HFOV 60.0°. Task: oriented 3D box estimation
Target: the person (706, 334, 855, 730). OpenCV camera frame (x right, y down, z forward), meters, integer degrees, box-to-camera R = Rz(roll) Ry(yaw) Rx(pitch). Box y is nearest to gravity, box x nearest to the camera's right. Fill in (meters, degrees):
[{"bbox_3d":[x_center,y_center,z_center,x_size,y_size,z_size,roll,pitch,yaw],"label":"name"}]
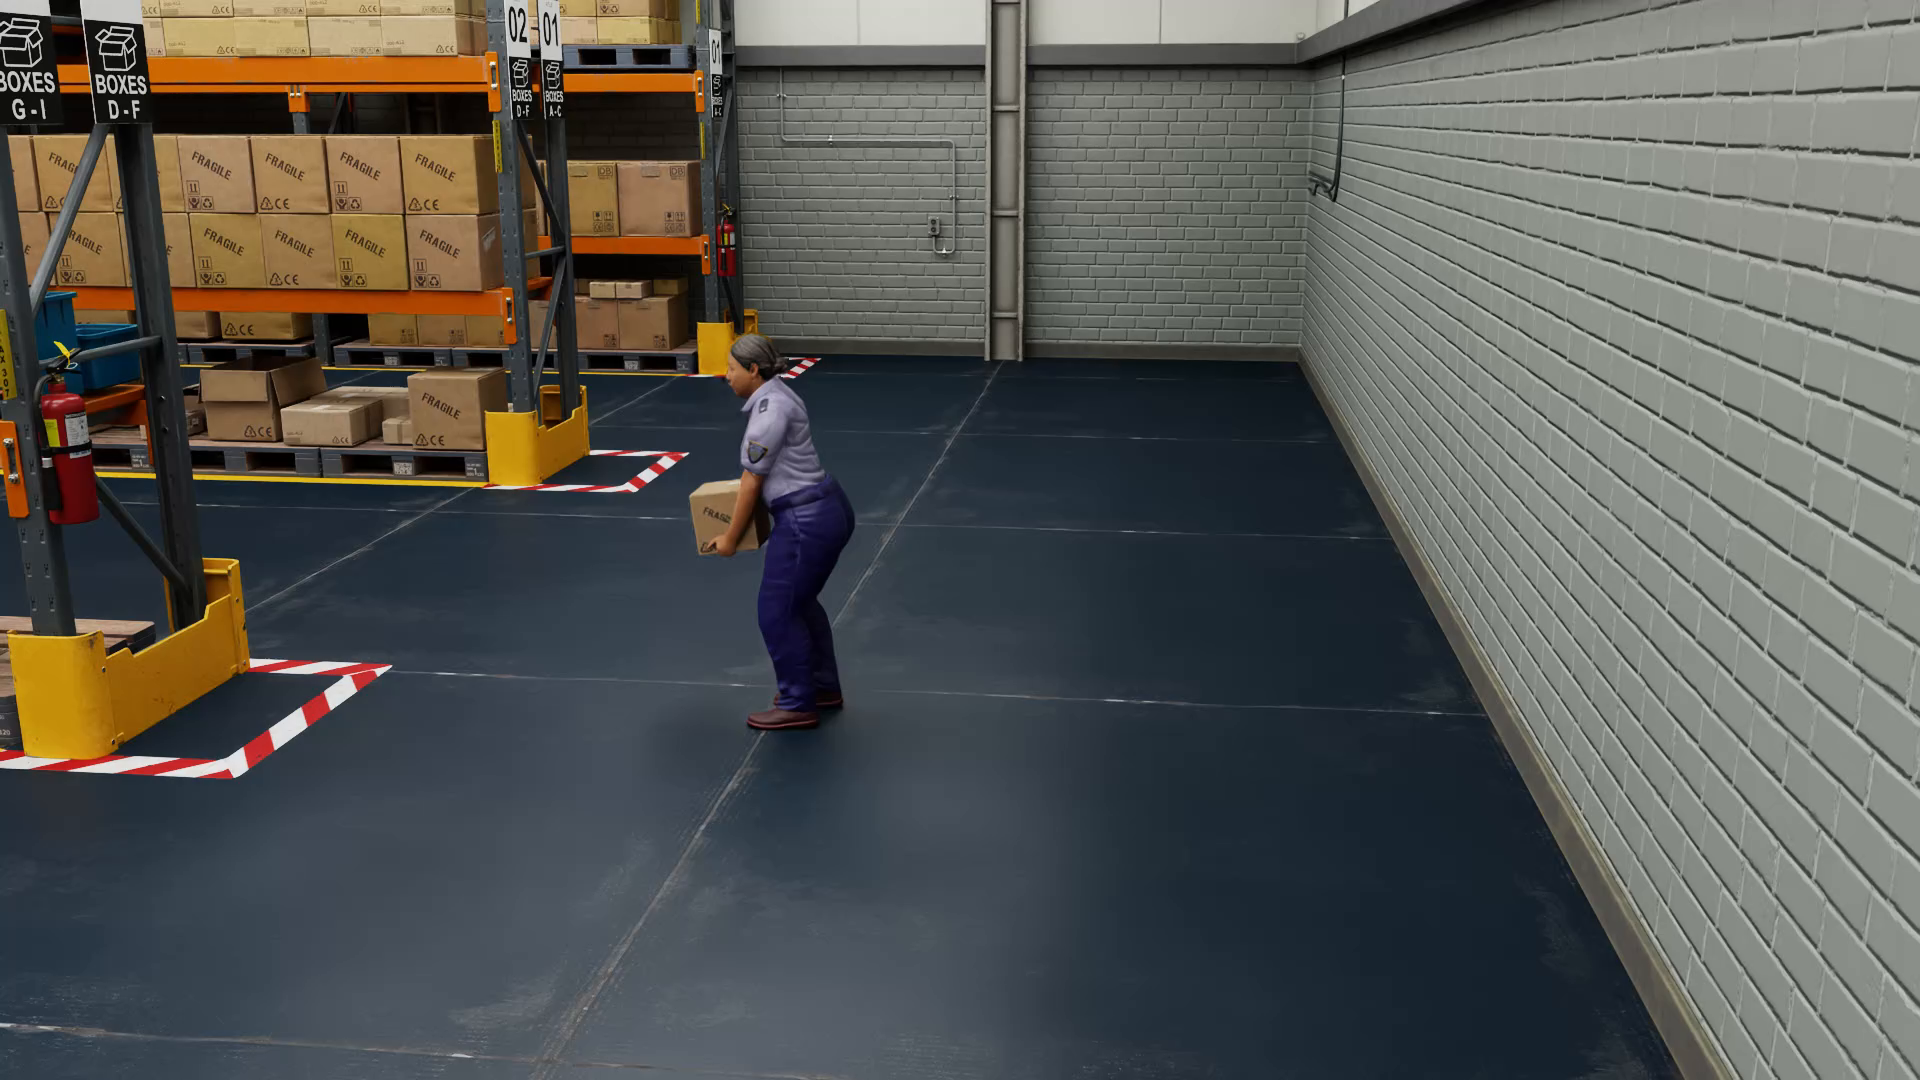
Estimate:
[{"bbox_3d":[-0.726,-0.029,6.776,0.571,1.595,0.441,1,14,5],"label":"person"}]
